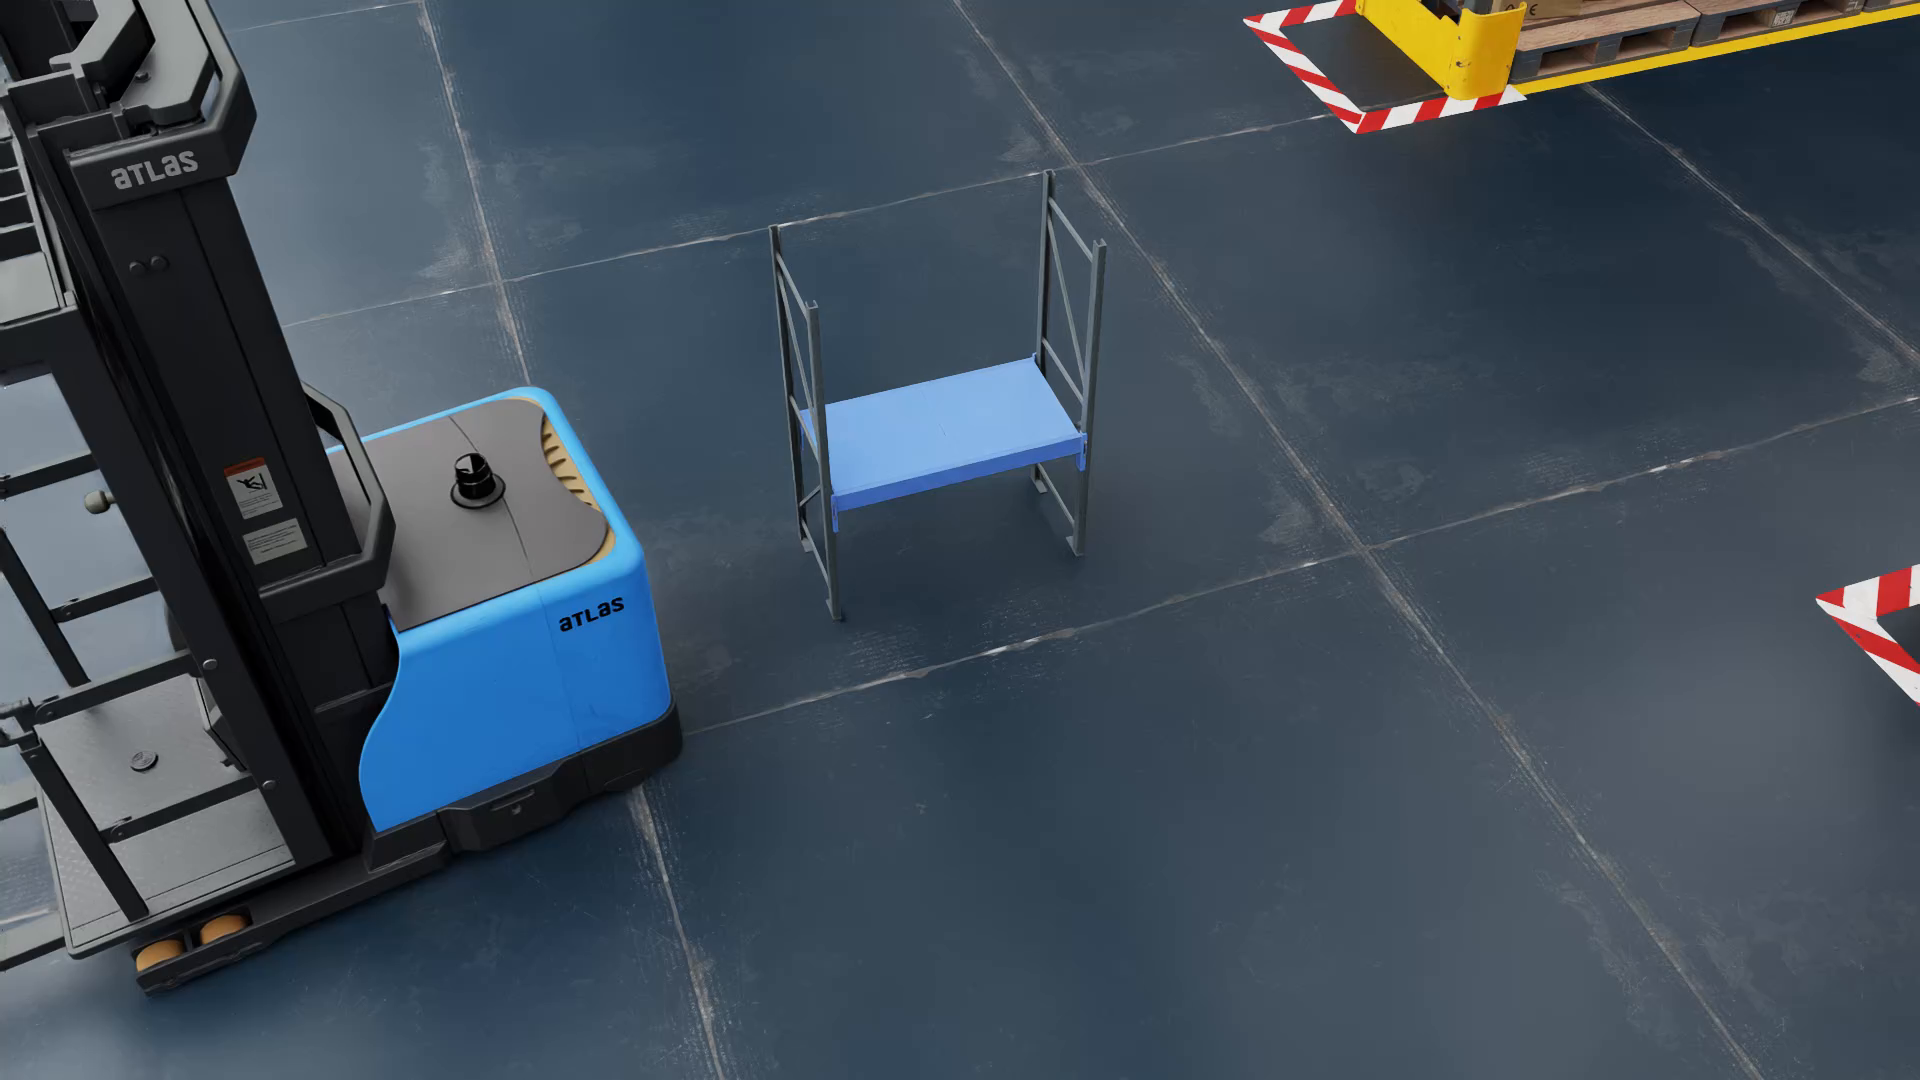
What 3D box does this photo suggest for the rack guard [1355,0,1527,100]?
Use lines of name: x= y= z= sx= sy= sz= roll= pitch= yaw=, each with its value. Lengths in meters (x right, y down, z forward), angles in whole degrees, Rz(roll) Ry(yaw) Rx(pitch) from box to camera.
rack guard: x=2.694 y=-3.016 z=9.403 sx=0.348 sy=0.500 sz=1.175 roll=-14 pitch=47 yaw=-14

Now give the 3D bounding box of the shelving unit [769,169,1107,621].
shelving unit: x=-0.080 y=-0.509 z=6.198 sx=1.048 sy=1.500 sz=0.538 roll=-14 pitch=47 yaw=-14

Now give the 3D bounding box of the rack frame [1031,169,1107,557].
rack frame: x=0.398 y=-0.631 z=6.320 sx=0.032 sy=1.500 sz=0.500 roll=-14 pitch=47 yaw=-14

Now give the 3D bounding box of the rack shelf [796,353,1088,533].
rack shelf: x=-0.080 y=-0.382 z=6.326 sx=1.000 sy=0.185 sz=0.538 roll=-14 pitch=47 yaw=-14

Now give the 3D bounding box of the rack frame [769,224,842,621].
rack frame: x=-0.558 y=-0.387 z=6.076 sx=0.032 sy=1.500 sz=0.500 roll=-14 pitch=47 yaw=-14

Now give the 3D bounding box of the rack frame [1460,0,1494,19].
rack frame: x=2.622 y=-3.880 z=8.500 sx=0.127 sy=3.000 sz=1.000 roll=-14 pitch=47 yaw=-14

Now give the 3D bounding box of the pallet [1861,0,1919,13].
pallet: x=5.765 y=-3.673 z=10.262 sx=1.213 sy=0.211 sz=1.003 roll=-14 pitch=47 yaw=-14
